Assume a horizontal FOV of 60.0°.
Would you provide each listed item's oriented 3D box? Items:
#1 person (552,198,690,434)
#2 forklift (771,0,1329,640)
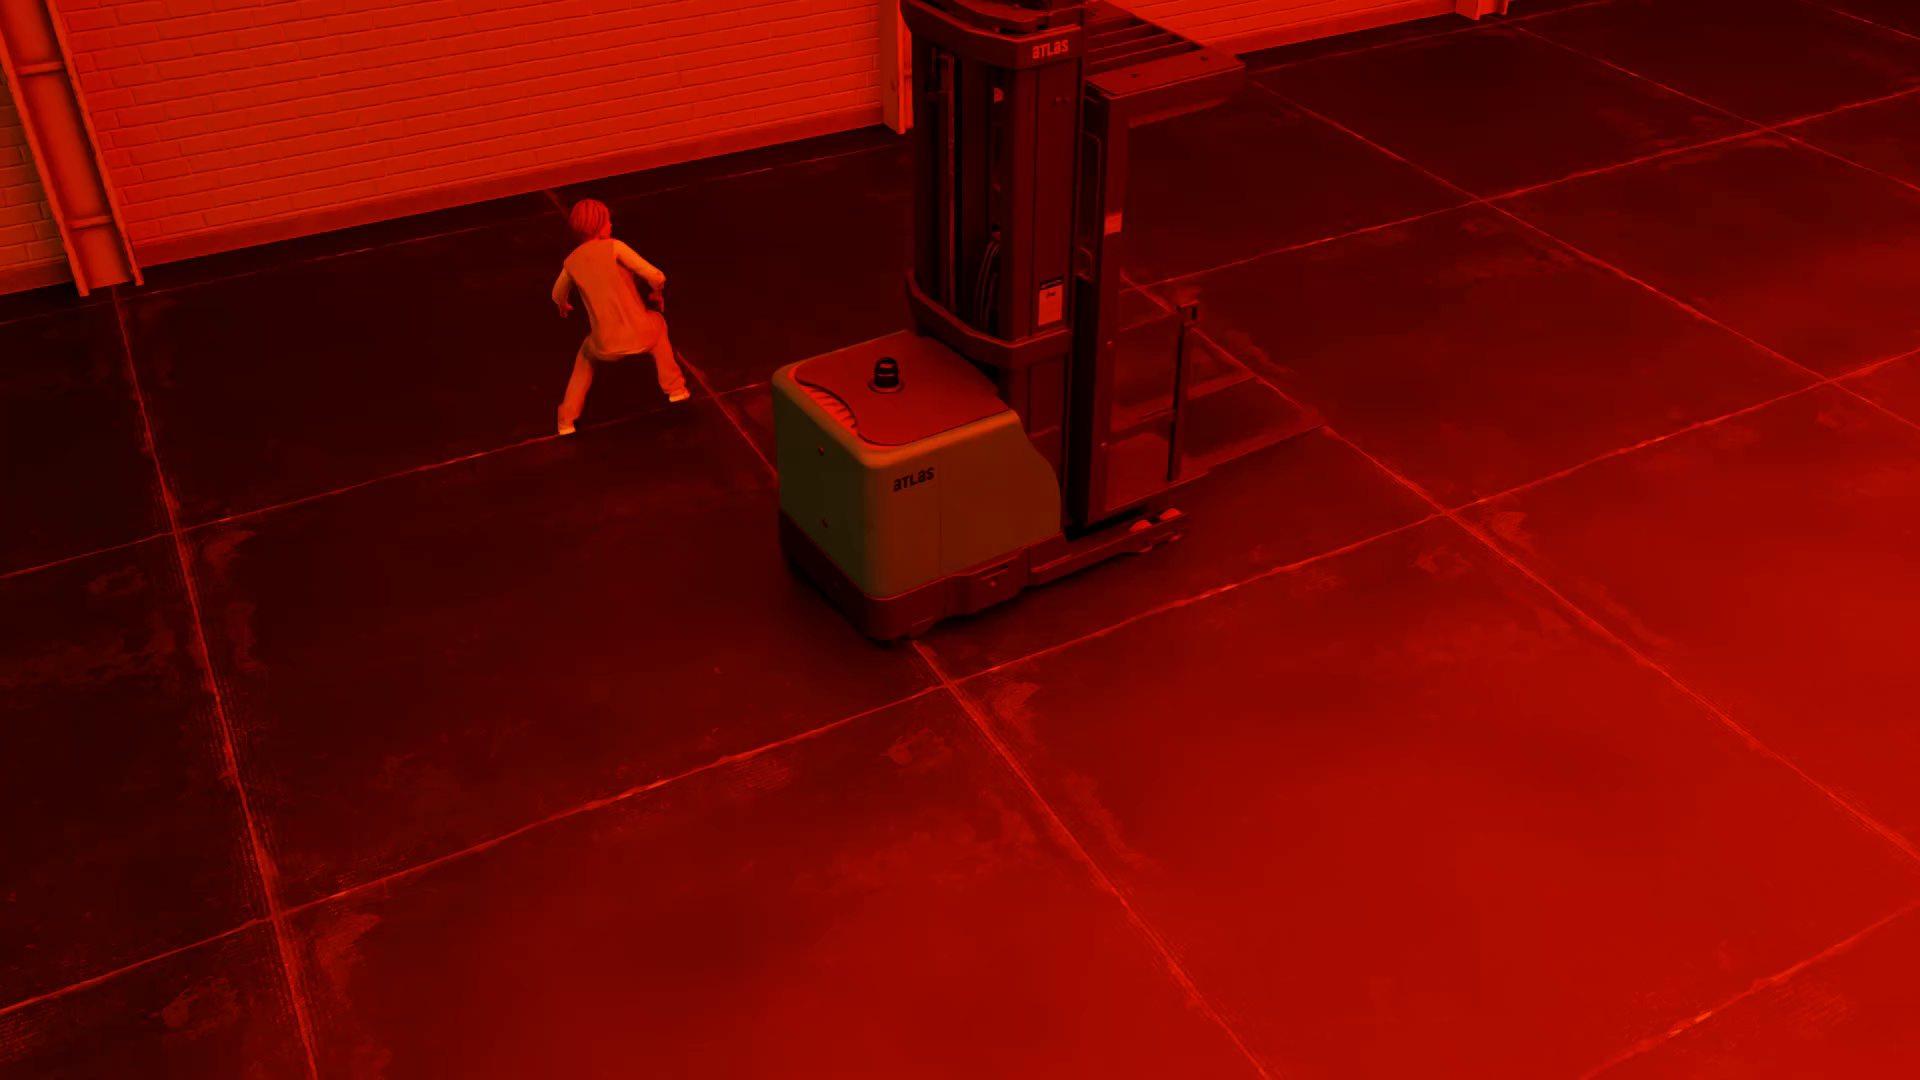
[{"bbox_3d":[-1.950,-1.223,9.266,0.771,1.389,0.635,-2,35,-3],"label":"person"},{"bbox_3d":[0.596,-1.368,8.059,3.031,2.935,1.130,-20,40,-26],"label":"forklift"}]
